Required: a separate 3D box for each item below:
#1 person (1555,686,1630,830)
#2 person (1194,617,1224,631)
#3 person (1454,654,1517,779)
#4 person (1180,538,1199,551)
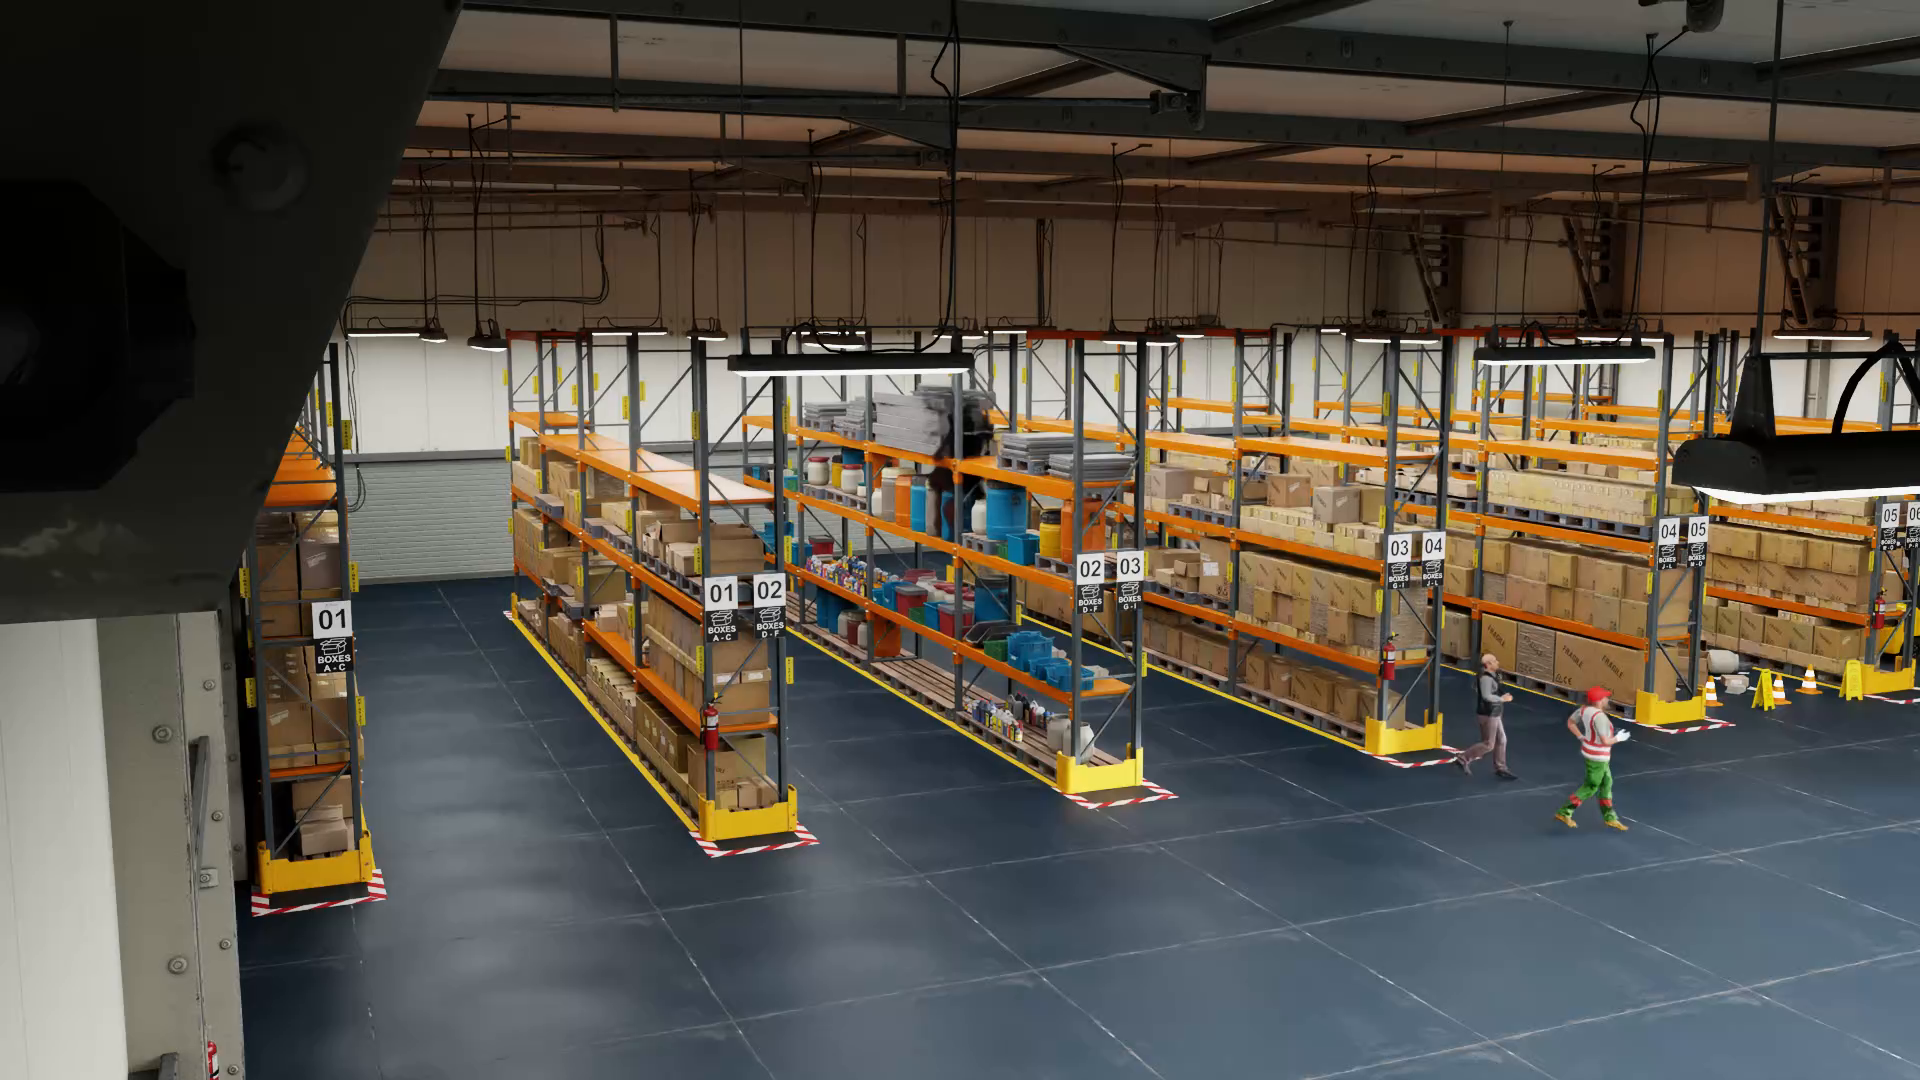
[{"bbox_3d":[7.745,2.673,20.267,0.920,1.809,0.648,1,8,5],"label":"person"},{"bbox_3d":[4.925,1.135,32.429,0.607,1.648,0.841,-4,9,-27],"label":"person"},{"bbox_3d":[7.181,2.408,22.611,0.836,1.738,0.666,2,8,17],"label":"person"},{"bbox_3d":[5.786,-0.323,42.400,0.889,1.826,0.653,-3,8,-23],"label":"person"}]
